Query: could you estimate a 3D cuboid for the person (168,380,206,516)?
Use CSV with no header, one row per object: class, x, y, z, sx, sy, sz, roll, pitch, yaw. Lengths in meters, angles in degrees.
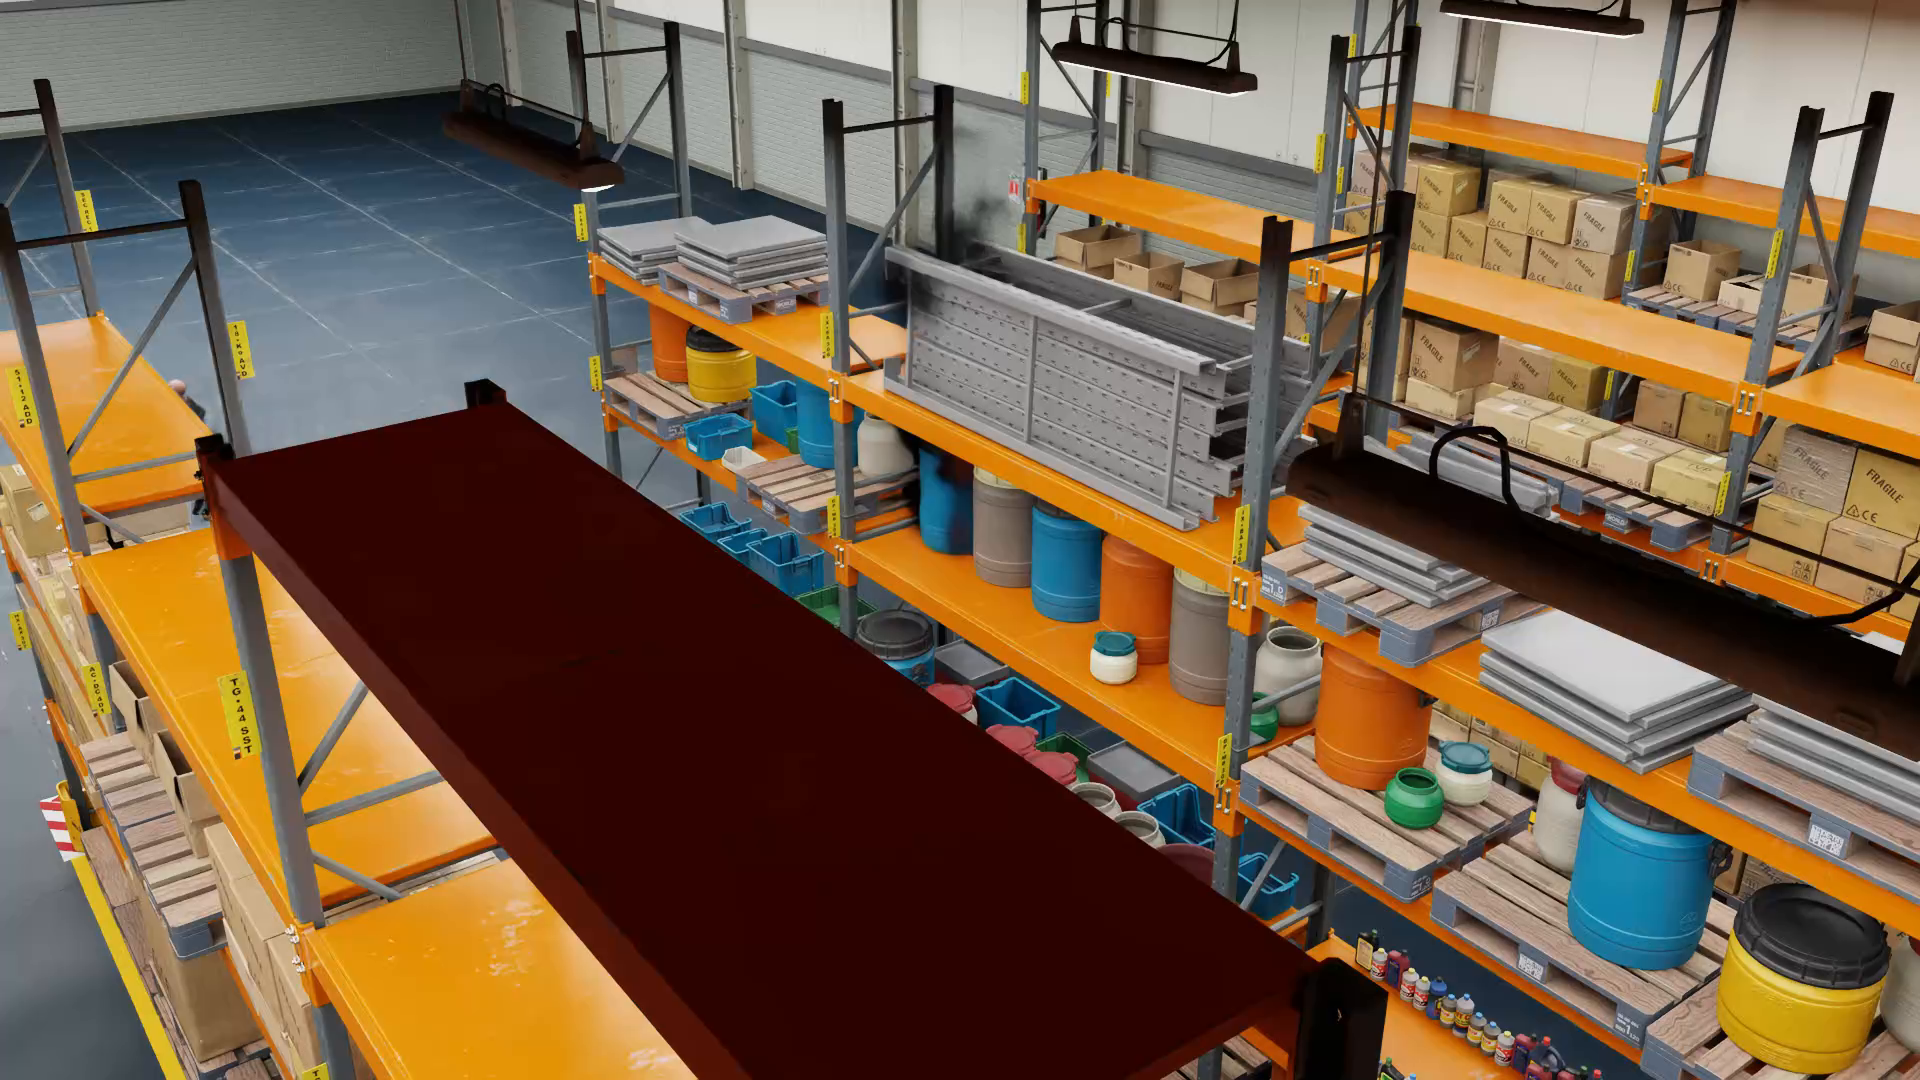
person,-8.950,-1.035,19.181,0.683,1.703,0.633,-10,27,-21
